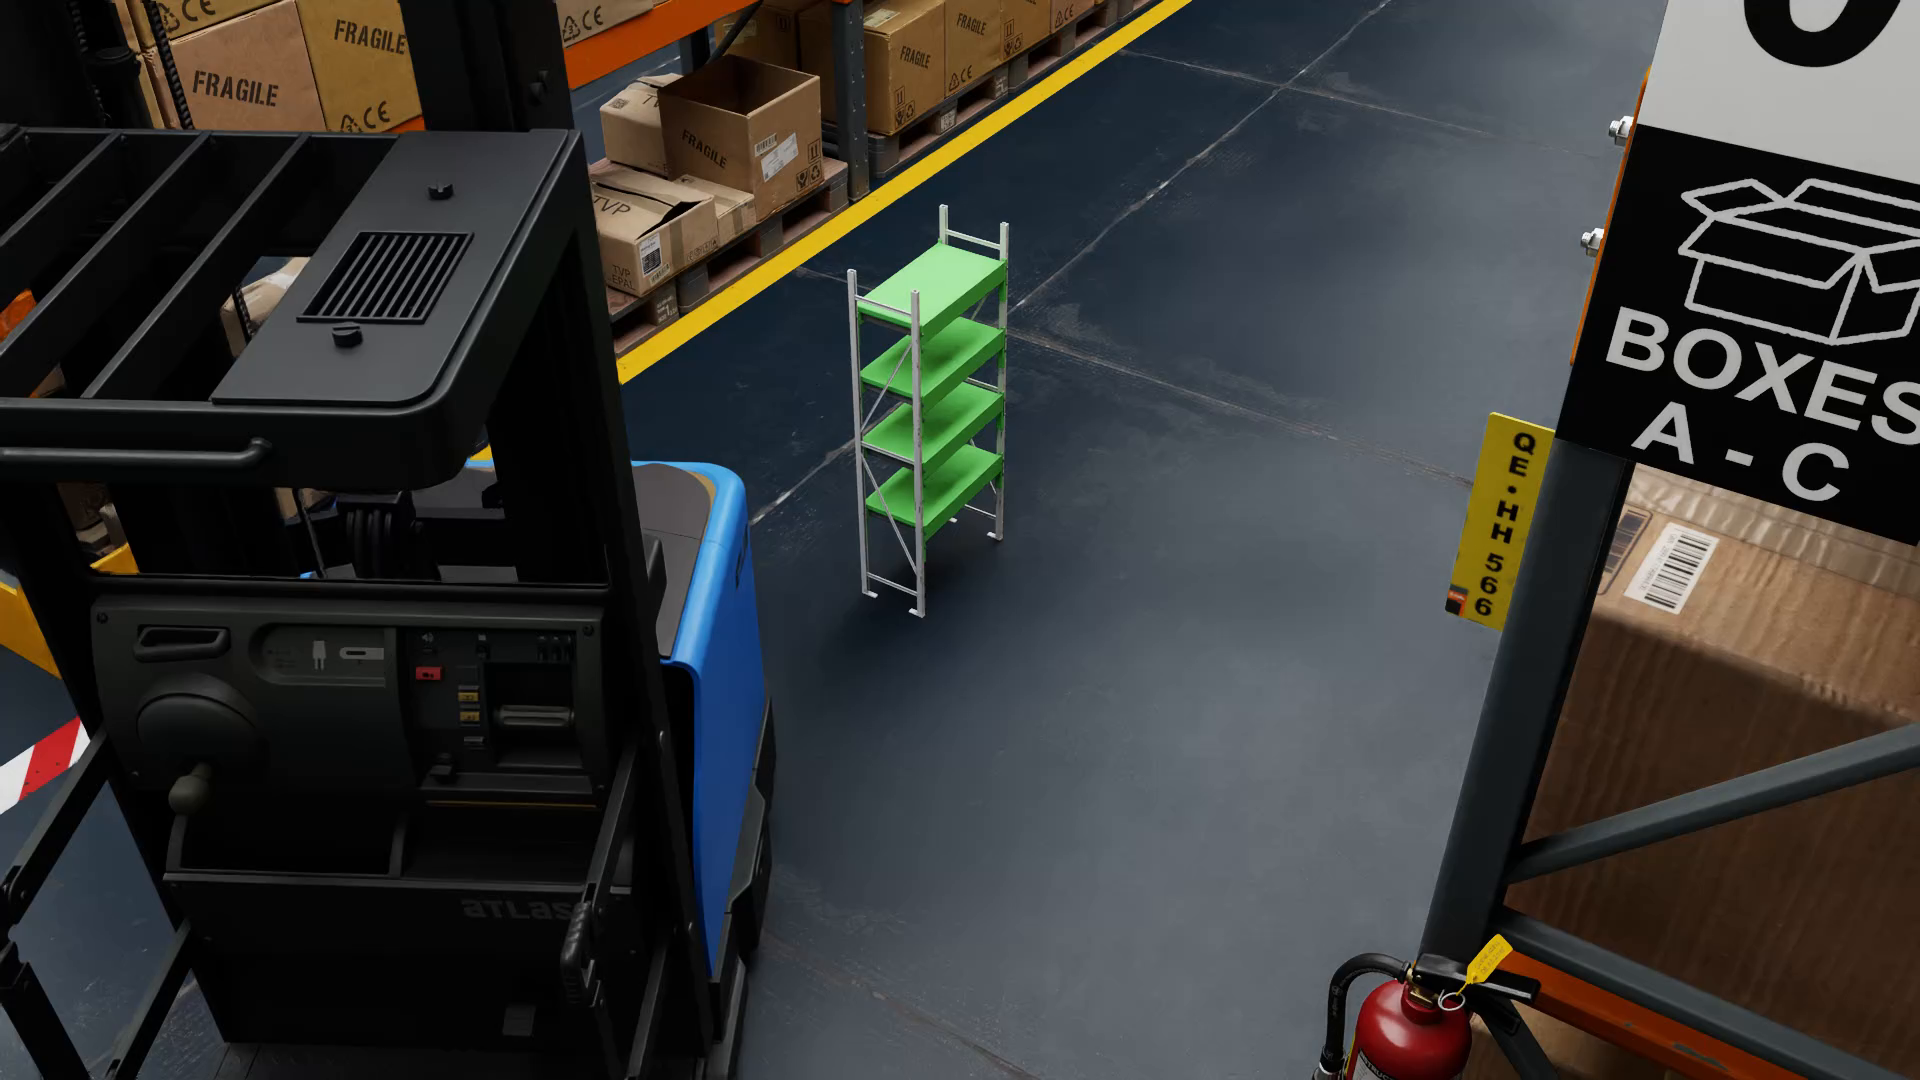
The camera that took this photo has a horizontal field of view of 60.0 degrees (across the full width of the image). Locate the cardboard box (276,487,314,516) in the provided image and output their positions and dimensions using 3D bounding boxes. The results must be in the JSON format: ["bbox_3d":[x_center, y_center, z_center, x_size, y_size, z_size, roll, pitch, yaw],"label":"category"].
[{"bbox_3d":[-2.375,-0.182,5.489,0.380,0.166,0.250,21,42,25],"label":"cardboard box"}]

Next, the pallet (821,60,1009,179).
[{"bbox_3d":[-0.477,-2.287,8.543,1.003,0.211,1.213,21,42,25],"label":"pallet"}]

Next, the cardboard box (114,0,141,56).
[{"bbox_3d":[-2.563,-1.475,4.306,0.500,0.500,0.500,23,43,26],"label":"cardboard box"}]

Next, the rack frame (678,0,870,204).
[{"bbox_3d":[-0.881,-2.959,7.132,1.000,3.000,0.127,21,42,25],"label":"rack frame"}]

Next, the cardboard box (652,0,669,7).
[{"bbox_3d":[-1.207,-2.391,6.313,0.500,0.500,0.500,22,43,26],"label":"cardboard box"}]

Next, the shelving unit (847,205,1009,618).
[{"bbox_3d":[-0.089,-0.390,5.273,0.258,1.200,0.503,21,42,25],"label":"shelving unit"}]

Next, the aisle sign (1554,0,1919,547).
[{"bbox_3d":[0.869,-0.369,1.643,0.394,0.787,0.004,21,42,25],"label":"aisle sign"}]

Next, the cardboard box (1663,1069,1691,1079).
[{"bbox_3d":[1.554,1.024,3.137,0.380,0.149,0.250,21,43,25],"label":"cardboard box"}]

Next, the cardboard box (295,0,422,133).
[{"bbox_3d":[-2.020,-1.605,5.293,0.500,0.500,0.500,21,42,25],"label":"cardboard box"}]

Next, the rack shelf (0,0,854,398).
[{"bbox_3d":[-1.952,-1.643,6.014,1.077,0.370,4.000,21,42,25],"label":"rack shelf"}]

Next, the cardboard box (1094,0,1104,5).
[{"bbox_3d":[0.682,-3.380,9.365,0.500,0.500,0.500,20,42,24],"label":"cardboard box"}]

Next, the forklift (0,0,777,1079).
[{"bbox_3d":[-1.111,0.378,2.858,1.130,2.935,3.031,1,38,2],"label":"forklift"}]

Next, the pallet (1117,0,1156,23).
[{"bbox_3d":[0.831,-3.544,10.175,1.003,0.211,1.213,21,42,25],"label":"pallet"}]

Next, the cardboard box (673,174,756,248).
[{"bbox_3d":[-1.097,-1.405,7.090,0.380,0.149,0.250,21,42,25],"label":"cardboard box"}]

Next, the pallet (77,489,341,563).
[{"bbox_3d":[-2.557,-0.243,5.893,1.003,0.211,1.213,21,42,25],"label":"pallet"}]

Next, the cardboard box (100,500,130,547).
[{"bbox_3d":[-2.509,-0.046,5.327,0.380,0.149,0.250,21,42,25],"label":"cardboard box"}]

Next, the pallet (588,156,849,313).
[{"bbox_3d":[-1.249,-1.501,7.525,1.003,0.211,1.213,21,42,25],"label":"pallet"}]

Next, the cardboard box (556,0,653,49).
[{"bbox_3d":[-1.480,-2.125,5.968,0.500,0.500,0.500,22,43,26],"label":"cardboard box"}]

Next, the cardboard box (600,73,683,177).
[{"bbox_3d":[-1.288,-1.923,7.630,0.500,0.311,0.500,21,42,25],"label":"cardboard box"}]

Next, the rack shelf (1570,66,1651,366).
[{"bbox_3d":[2.233,-1.213,2.999,1.077,0.370,4.000,21,42,25],"label":"rack shelf"}]

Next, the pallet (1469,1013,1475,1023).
[{"bbox_3d":[1.523,1.388,3.777,1.003,0.211,1.213,21,42,25],"label":"pallet"}]

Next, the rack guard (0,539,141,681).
[{"bbox_3d":[-2.983,0.054,5.271,1.175,0.500,0.348,21,42,25],"label":"rack guard"}]

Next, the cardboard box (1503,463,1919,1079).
[{"bbox_3d":[1.426,0.336,2.611,0.980,0.700,0.700,23,43,27],"label":"cardboard box"}]

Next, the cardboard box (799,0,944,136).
[{"bbox_3d":[-0.416,-2.313,7.981,0.500,0.500,0.500,19,42,23],"label":"cardboard box"}]

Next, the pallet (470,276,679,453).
[{"bbox_3d":[-1.902,-0.870,6.705,1.003,0.211,1.213,21,42,25],"label":"pallet"}]

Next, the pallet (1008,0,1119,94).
[{"bbox_3d":[0.176,-2.918,9.362,1.003,0.211,1.213,21,42,25],"label":"pallet"}]

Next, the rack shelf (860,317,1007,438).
[{"bbox_3d":[-0.089,-0.529,5.165,0.258,0.148,0.480,21,42,25],"label":"rack shelf"}]

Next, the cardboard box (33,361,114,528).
[{"bbox_3d":[-2.940,-0.442,5.554,0.500,0.500,0.500,21,42,25],"label":"cardboard box"}]

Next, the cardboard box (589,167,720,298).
[{"bbox_3d":[-1.348,-1.296,6.816,0.500,0.311,0.500,21,42,25],"label":"cardboard box"}]

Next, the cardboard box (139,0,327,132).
[{"bbox_3d":[-2.291,-1.347,4.959,0.500,0.500,0.500,21,42,25],"label":"cardboard box"}]

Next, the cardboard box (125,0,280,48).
[{"bbox_3d":[-2.290,-1.747,4.659,0.500,0.500,0.500,22,43,26],"label":"cardboard box"}]

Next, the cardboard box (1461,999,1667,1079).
[{"bbox_3d":[1.452,1.151,3.503,0.700,0.500,0.500,21,42,25],"label":"cardboard box"}]

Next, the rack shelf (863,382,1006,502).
[{"bbox_3d":[-0.089,-0.339,5.312,0.258,0.148,0.480,21,42,25],"label":"rack shelf"}]

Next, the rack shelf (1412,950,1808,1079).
[{"bbox_3d":[2.233,-0.025,3.915,1.077,0.370,4.000,21,42,25],"label":"rack shelf"}]

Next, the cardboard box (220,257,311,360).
[{"bbox_3d":[-2.406,-0.823,6.253,0.500,0.250,0.500,21,42,25],"label":"cardboard box"}]

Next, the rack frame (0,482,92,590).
[{"bbox_3d":[-3.024,-0.897,4.457,1.000,3.000,0.127,21,42,25],"label":"rack frame"}]

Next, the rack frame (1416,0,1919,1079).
[{"bbox_3d":[1.158,0.720,2.359,0.949,2.616,0.053,21,42,25],"label":"rack frame"}]

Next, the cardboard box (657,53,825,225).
[{"bbox_3d":[-0.946,-1.757,7.259,0.500,0.500,0.500,21,42,25],"label":"cardboard box"}]

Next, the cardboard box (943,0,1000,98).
[{"bbox_3d":[-0.139,-2.592,8.342,0.500,0.500,0.500,22,43,26],"label":"cardboard box"}]

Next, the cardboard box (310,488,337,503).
[{"bbox_3d":[-2.225,-0.428,5.740,0.500,0.250,0.500,21,42,25],"label":"cardboard box"}]

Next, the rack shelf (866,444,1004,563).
[{"bbox_3d":[-0.089,-0.149,5.459,0.258,0.148,0.480,21,42,25],"label":"rack shelf"}]

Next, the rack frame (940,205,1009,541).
[{"bbox_3d":[0.042,-0.516,5.436,0.240,1.200,0.015,21,42,25],"label":"rack frame"}]

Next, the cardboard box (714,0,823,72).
[{"bbox_3d":[-0.858,-2.492,8.212,0.500,0.500,0.500,21,42,25],"label":"cardboard box"}]

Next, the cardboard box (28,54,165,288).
[{"bbox_3d":[-2.563,-1.079,4.611,0.500,0.500,0.500,22,43,26],"label":"cardboard box"}]

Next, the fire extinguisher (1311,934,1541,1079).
[{"bbox_3d":[0.691,0.826,2.590,0.296,0.674,0.183,21,42,25],"label":"fire extinguisher"}]

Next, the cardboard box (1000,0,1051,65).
[{"bbox_3d":[0.135,-2.847,8.673,0.500,0.500,0.500,22,43,26],"label":"cardboard box"}]

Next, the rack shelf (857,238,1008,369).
[{"bbox_3d":[-0.089,-0.719,5.019,0.258,0.148,0.480,21,42,25],"label":"rack shelf"}]

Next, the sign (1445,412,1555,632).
[{"bbox_3d":[0.710,-0.016,2.171,0.100,0.325,0.005,21,42,25],"label":"sign"}]

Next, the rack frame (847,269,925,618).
[{"bbox_3d":[-0.219,-0.264,5.110,0.240,1.200,0.015,21,42,25],"label":"rack frame"}]

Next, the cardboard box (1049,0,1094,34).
[{"bbox_3d":[0.406,-3.107,9.011,0.500,0.500,0.500,20,42,23],"label":"cardboard box"}]
